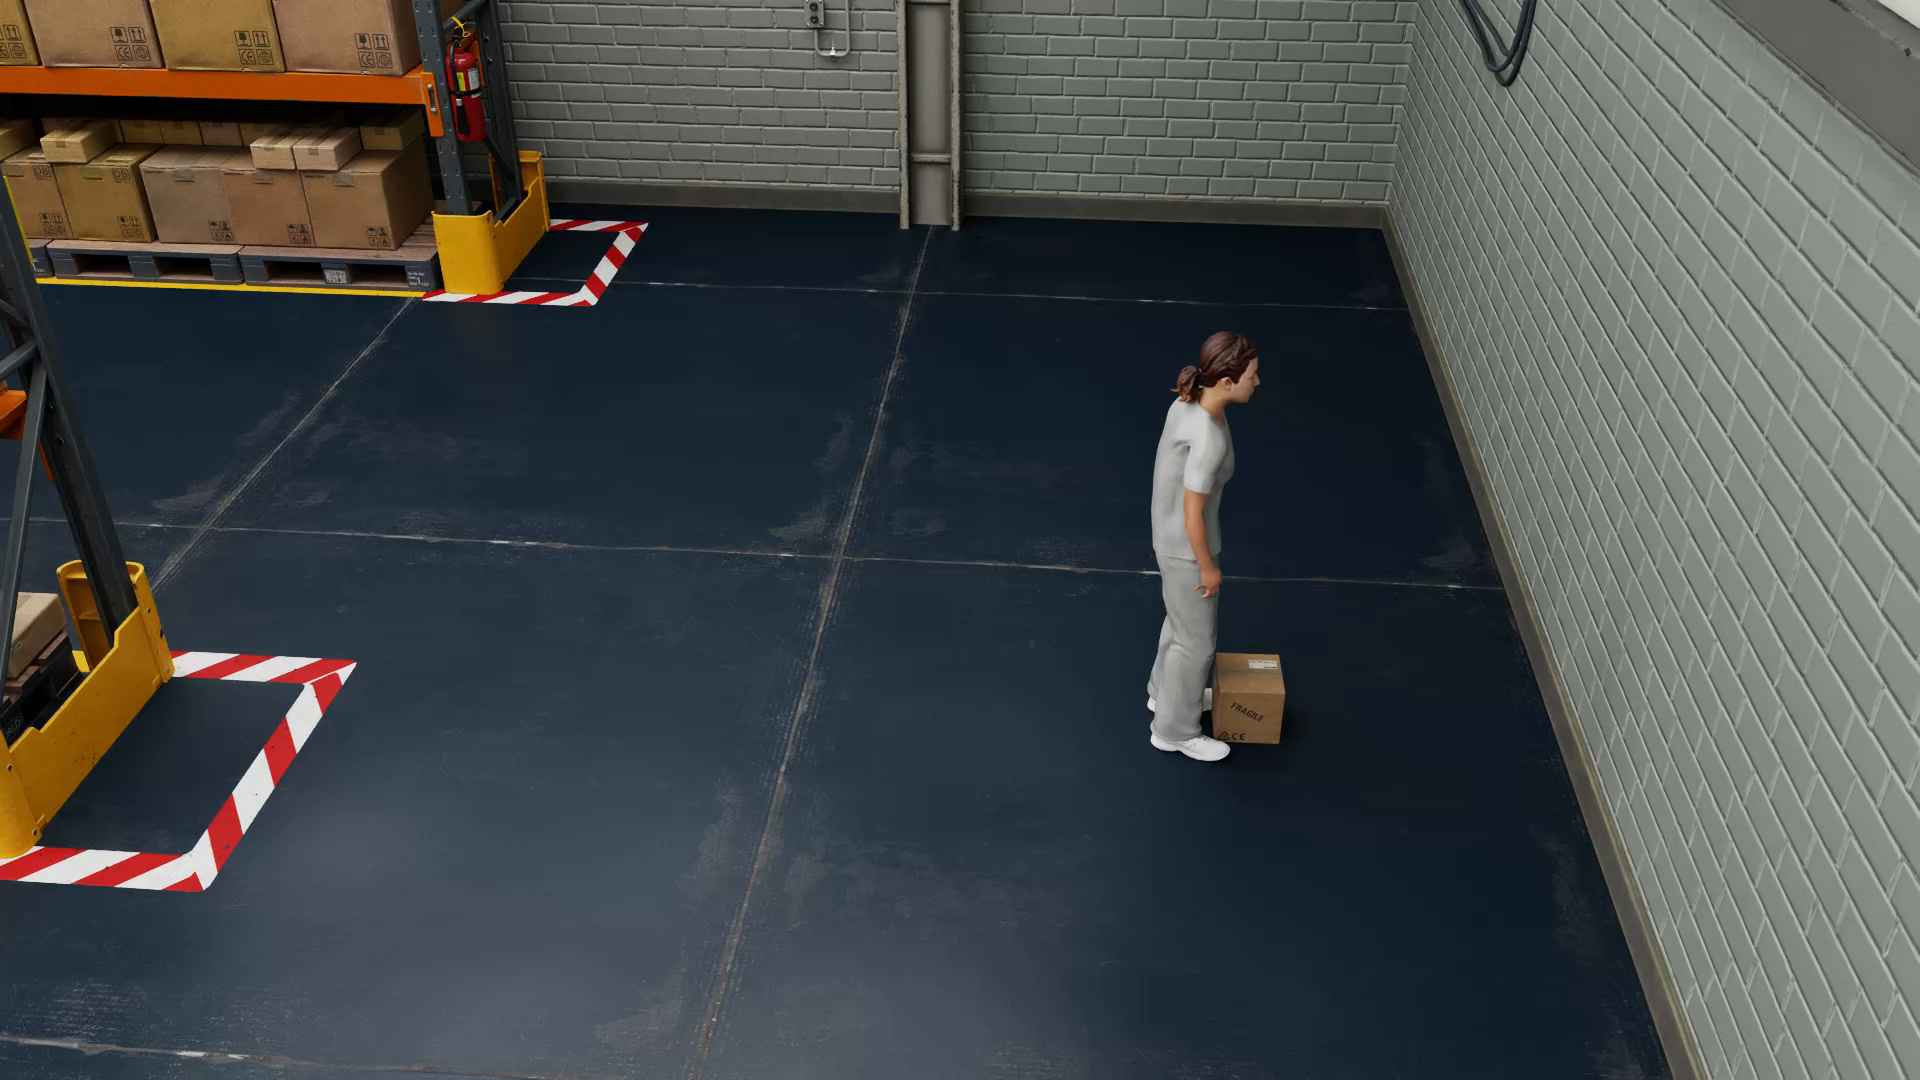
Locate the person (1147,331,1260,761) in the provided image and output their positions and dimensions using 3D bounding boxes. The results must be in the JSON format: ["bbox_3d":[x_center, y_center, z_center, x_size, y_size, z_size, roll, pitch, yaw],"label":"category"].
[{"bbox_3d":[0.875,0.110,6.184,0.356,1.437,0.487,3,32,4],"label":"person"}]
